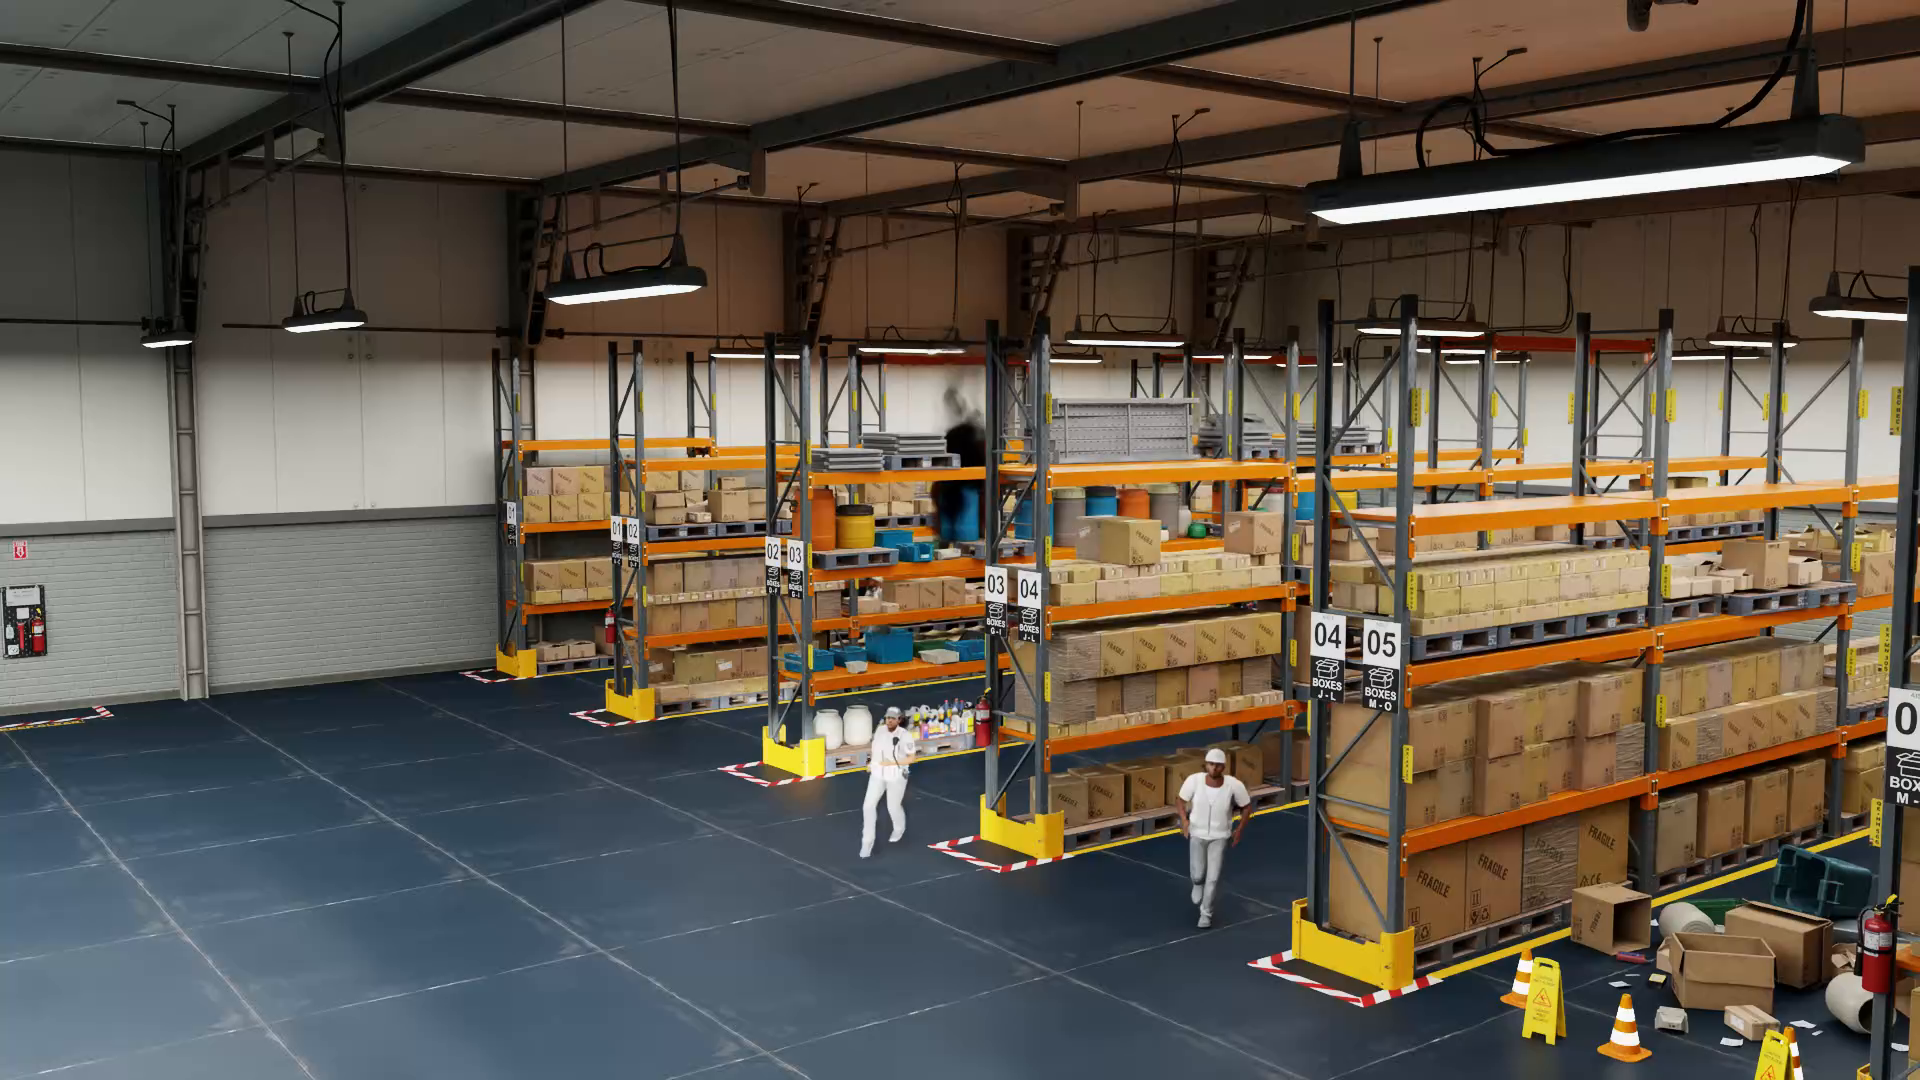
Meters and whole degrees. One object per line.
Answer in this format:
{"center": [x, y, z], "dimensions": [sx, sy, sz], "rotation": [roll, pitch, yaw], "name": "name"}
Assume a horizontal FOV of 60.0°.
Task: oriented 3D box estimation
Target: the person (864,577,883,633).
{"center": [-1.674, 1.511, 31.905], "dimensions": [0.591, 1.736, 0.669], "rotation": [-5, 7, -44], "name": "person"}

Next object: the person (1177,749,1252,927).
{"center": [2.495, 2.875, 16.324], "dimensions": [0.728, 1.735, 0.711], "rotation": [1, 5, 7], "name": "person"}

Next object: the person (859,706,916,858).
{"center": [-0.771, 2.712, 18.803], "dimensions": [0.615, 1.695, 0.835], "rotation": [2, 5, 21], "name": "person"}
